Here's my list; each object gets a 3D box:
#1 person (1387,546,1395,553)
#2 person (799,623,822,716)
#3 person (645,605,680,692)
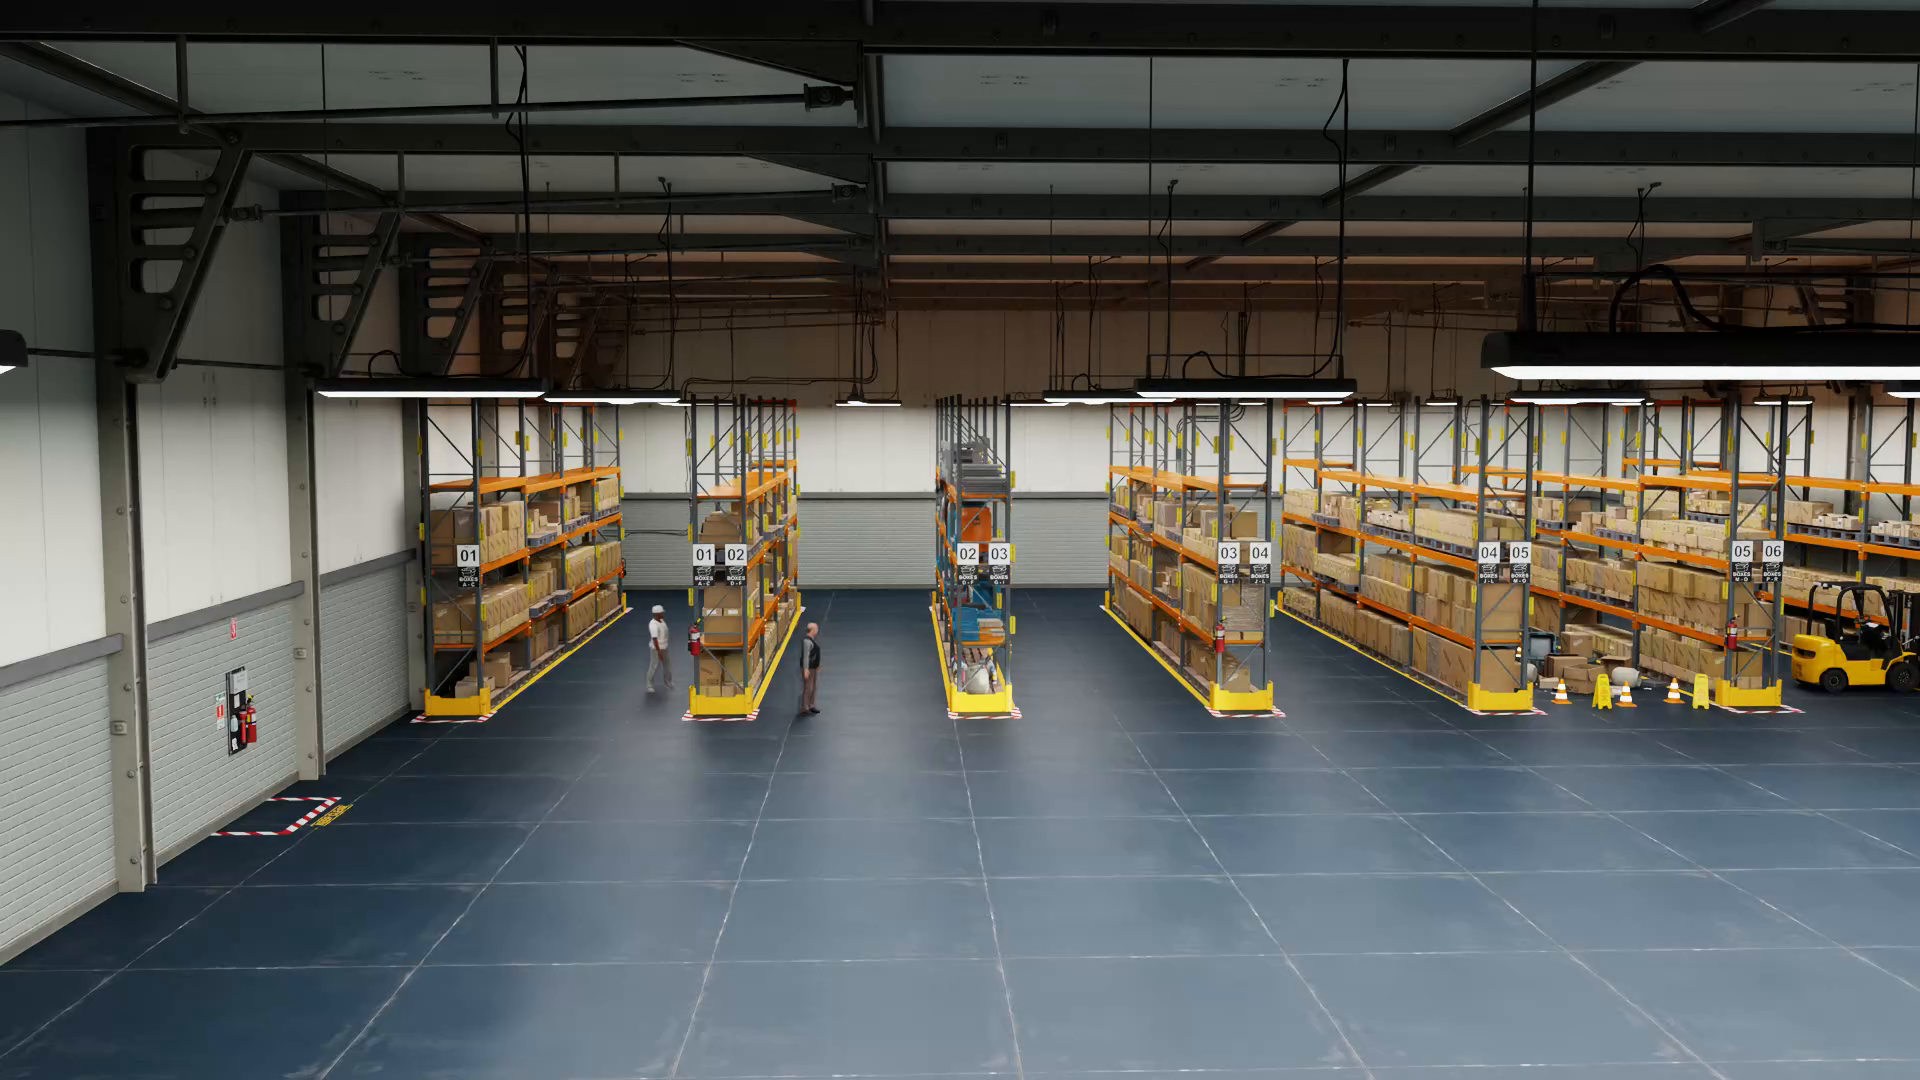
[{"bbox_3d":[12.997,0.957,50.077,0.855,1.629,0.484,-1,5,-8],"label":"person"},{"bbox_3d":[-2.812,2.414,31.157,0.387,1.740,0.574,1,5,8],"label":"person"},{"bbox_3d":[-6.062,2.207,33.679,0.523,1.795,0.703,2,5,20],"label":"person"}]
